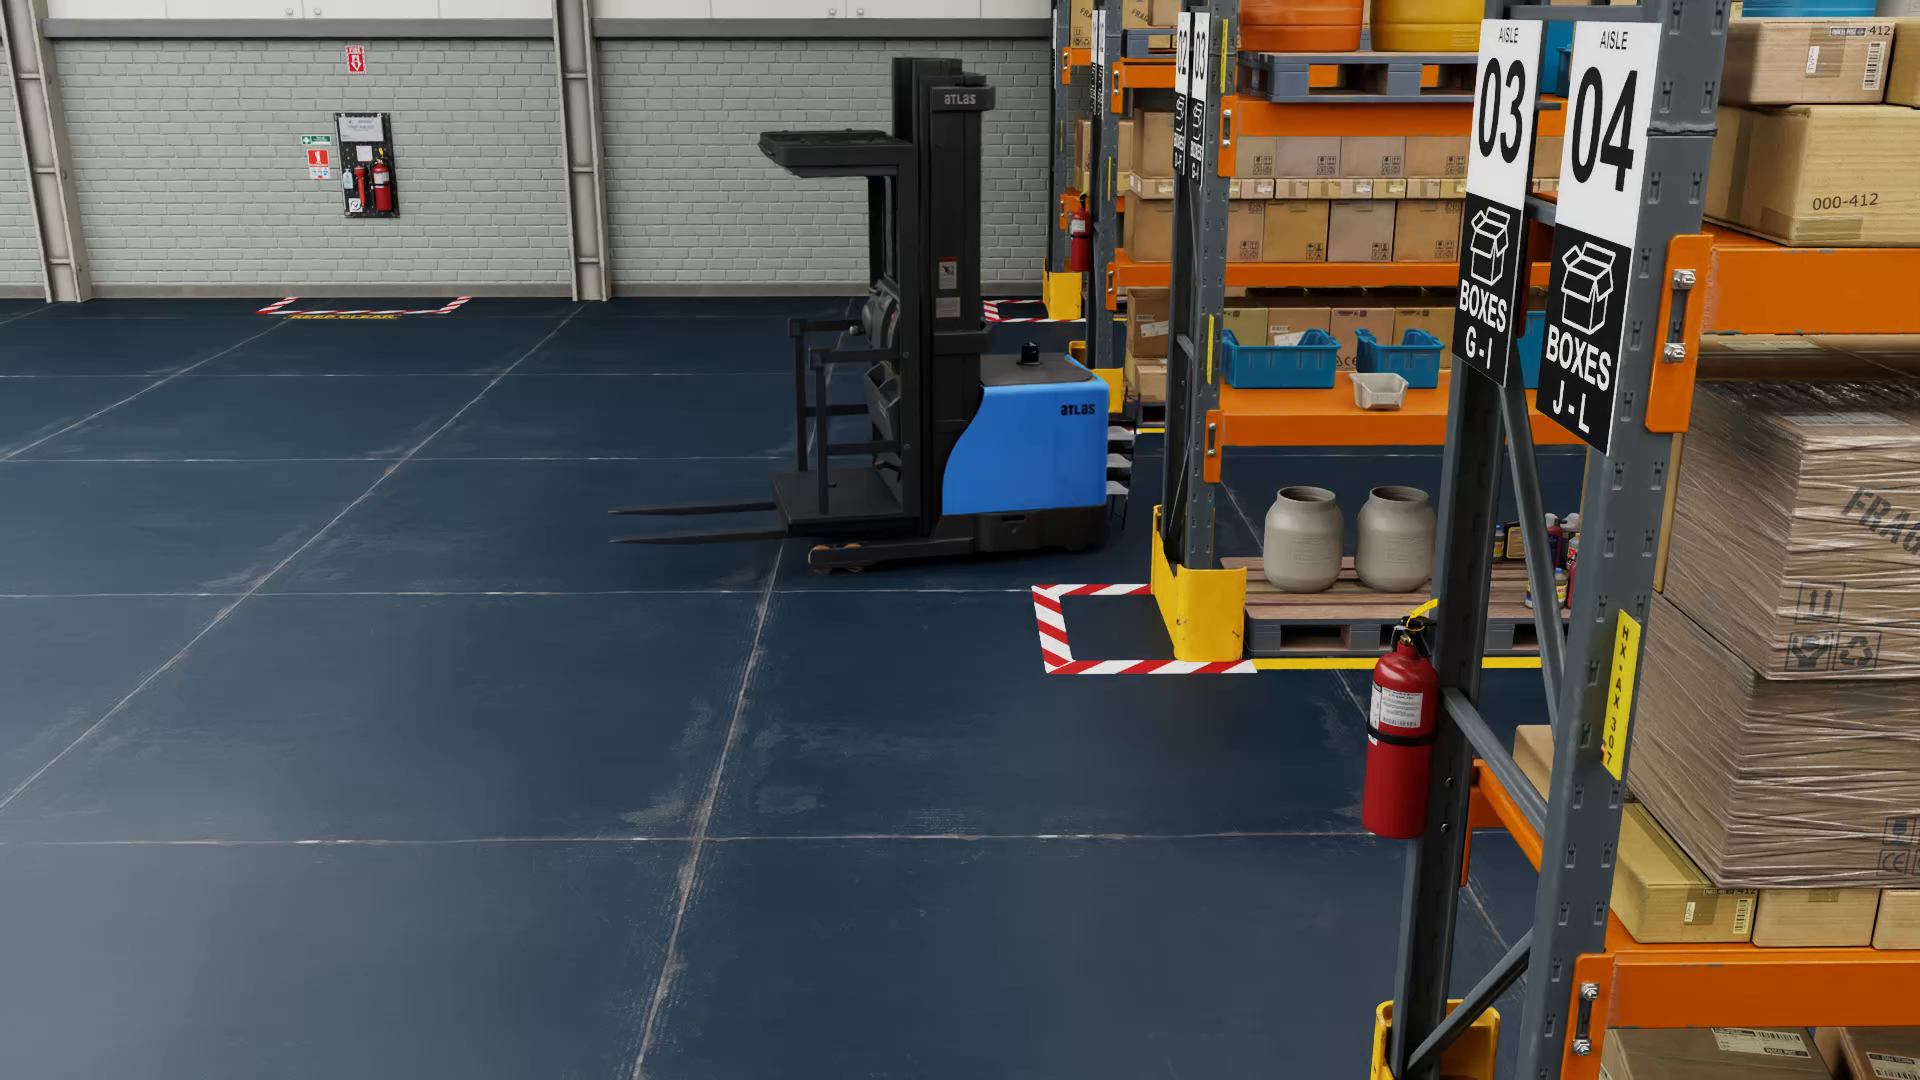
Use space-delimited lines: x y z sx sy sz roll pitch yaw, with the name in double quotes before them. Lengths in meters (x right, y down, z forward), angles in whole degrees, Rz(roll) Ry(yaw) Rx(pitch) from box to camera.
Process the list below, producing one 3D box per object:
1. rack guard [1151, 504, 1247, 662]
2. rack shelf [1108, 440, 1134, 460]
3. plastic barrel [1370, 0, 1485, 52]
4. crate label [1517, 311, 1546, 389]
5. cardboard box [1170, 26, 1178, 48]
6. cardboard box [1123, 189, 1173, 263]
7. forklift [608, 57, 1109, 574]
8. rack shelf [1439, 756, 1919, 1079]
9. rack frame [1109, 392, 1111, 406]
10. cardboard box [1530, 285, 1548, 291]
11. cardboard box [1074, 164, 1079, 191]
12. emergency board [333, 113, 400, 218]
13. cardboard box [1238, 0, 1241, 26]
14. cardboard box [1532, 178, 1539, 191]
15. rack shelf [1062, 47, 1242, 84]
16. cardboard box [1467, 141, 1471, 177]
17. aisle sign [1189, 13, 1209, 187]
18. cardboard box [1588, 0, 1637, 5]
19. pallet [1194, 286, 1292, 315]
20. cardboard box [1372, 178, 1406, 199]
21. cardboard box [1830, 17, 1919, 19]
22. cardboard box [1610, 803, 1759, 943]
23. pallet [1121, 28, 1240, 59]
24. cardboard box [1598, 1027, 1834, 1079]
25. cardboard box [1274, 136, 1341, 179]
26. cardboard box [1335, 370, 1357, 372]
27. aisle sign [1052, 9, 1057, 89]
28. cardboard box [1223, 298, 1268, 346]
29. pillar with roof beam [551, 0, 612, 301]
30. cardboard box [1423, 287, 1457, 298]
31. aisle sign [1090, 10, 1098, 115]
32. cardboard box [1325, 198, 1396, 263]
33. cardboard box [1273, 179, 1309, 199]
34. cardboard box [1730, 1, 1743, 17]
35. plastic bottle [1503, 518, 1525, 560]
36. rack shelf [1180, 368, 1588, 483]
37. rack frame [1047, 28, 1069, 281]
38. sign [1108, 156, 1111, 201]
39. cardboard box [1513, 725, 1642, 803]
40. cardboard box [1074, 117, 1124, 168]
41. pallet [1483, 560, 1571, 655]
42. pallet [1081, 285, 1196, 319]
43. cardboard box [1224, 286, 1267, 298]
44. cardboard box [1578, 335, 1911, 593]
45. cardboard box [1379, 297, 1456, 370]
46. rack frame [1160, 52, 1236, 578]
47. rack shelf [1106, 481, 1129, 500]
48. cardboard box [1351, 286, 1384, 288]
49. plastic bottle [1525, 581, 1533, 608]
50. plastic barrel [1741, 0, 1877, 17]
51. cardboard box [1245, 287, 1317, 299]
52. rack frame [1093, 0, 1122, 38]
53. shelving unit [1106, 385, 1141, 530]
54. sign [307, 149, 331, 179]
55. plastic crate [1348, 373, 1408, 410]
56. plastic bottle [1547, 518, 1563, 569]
"rack guard" 1.285 0.214 9.063 0.348 0.500 1.175 0 18 -1
"rack shelf" 0.974 -0.585 10.686 0.200 0.077 0.258 0 17 -17
"plastic barrel" 2.348 -2.724 8.222 0.600 0.588 0.600 0 18 0
"crate label" 3.046 -1.070 8.915 0.616 0.435 0.502 0 18 -1
"cardboard box" 2.448 -5.394 17.344 0.500 0.500 0.500 1 18 2
"cardboard box" 1.602 -2.521 13.331 0.500 0.500 0.700 0 18 -1
"forklift" -0.655 -1.372 10.025 3.031 2.935 1.130 -4 18 -12
"rack shelf" 3.288 0.884 4.060 4.000 0.370 1.077 0 18 -1
"rack frame" 0.872 -0.531 10.672 0.006 0.900 0.240 0 17 -17
"cardboard box" 6.304 -3.053 18.525 0.500 0.500 0.700 -1 18 -2
"cardboard box" 1.518 -3.987 18.279 0.500 0.250 0.500 0 18 0
"emergency board" -6.731 -4.226 18.811 0.643 1.169 0.194 0 18 -1
"cardboard box" 2.282 -4.184 13.099 0.500 0.250 0.500 0 18 -1
"cardboard box" 4.357 -2.781 13.081 0.250 0.149 0.380 -1 18 -2
"rack shelf" 3.053 -5.083 17.749 4.000 0.370 1.077 0 18 -1
"cardboard box" 4.186 -3.152 13.177 0.500 0.500 0.700 0 18 -1
"aisle sign" 1.142 -2.110 7.958 0.004 0.787 0.394 0 18 -1
"cardboard box" 6.834 -5.667 17.541 0.500 0.500 0.500 -1 18 -3
"pallet" 3.159 -2.658 18.489 1.213 0.211 1.003 0 18 -1
"cardboard box" 3.331 -2.776 13.065 0.250 0.149 0.380 0 18 1
"cardboard box" 2.095 -1.093 3.726 0.250 0.149 0.380 -1 18 -3
"cardboard box" 1.577 0.742 3.735 0.250 0.149 0.380 0 18 -1
"pallet" 1.843 -3.856 12.893 1.213 0.211 1.003 0 18 -1
"cardboard box" 1.913 1.543 4.231 0.500 0.500 0.500 3 18 9
"cardboard box" 2.685 -3.146 13.155 0.500 0.500 0.700 0 18 -1
"cardboard box" 3.175 -1.307 13.525 0.500 0.250 0.500 0 18 -1
"aisle sign" 0.986 -5.134 17.384 0.004 0.787 0.394 0 18 -1
"cardboard box" 2.175 -1.660 13.398 0.500 0.500 0.500 0 18 -1
"pillar with roof beam" -4.192 -5.768 13.796 0.400 9.000 9.100 0 18 -1
"cardboard box" 4.166 -1.830 13.929 0.500 0.500 0.500 0 18 -1
"aisle sign" 1.065 -3.802 13.233 0.004 0.787 0.394 0 18 -1
"cardboard box" 3.150 -2.529 13.357 0.500 0.500 0.700 0 18 1
"cardboard box" 2.563 -2.773 13.055 0.250 0.149 0.380 -1 18 -3
"cardboard box" 5.751 -4.051 12.912 0.500 0.250 0.500 2 18 5
"plastic bottle" 3.156 -0.027 9.447 0.133 0.283 0.061 0 18 0
"rack shelf" 3.209 -0.629 8.775 4.000 0.370 1.077 0 18 -1
"rack frame" 1.053 -3.988 18.068 0.127 3.000 1.000 0 18 -1
"sign" 1.138 -2.755 12.679 0.005 0.325 0.100 0 18 -1
"cardboard box" 1.570 0.606 4.159 0.250 0.149 0.380 0 18 -1
"cardboard box" 1.521 -4.350 18.182 0.500 0.500 0.500 0 18 -1
"pallet" 3.314 0.344 9.130 1.213 0.211 1.003 0 18 -1
"pallet" 1.942 -2.653 18.473 1.213 0.211 1.003 0 18 -1
"cardboard box" 3.051 -2.974 18.279 0.500 0.500 0.700 -1 18 -4
"cardboard box" 1.834 -0.193 3.950 0.500 0.500 0.500 0 18 -1
"cardboard box" 3.675 -1.670 13.430 0.500 0.500 0.500 0 18 -1
"rack frame" 1.210 -0.962 8.635 0.127 3.000 1.000 0 18 -1
"rack shelf" 0.950 -0.327 10.762 0.200 0.077 0.258 0 17 -17
"cardboard box" 4.518 -2.856 18.457 0.250 0.166 0.380 -3 18 -8
"plastic bottle" 3.027 0.214 8.715 0.097 0.271 0.097 0 18 0
"plastic barrel" 4.212 -2.876 8.183 0.708 0.901 0.600 0 18 -1
"cardboard box" 2.666 -1.825 13.913 0.500 0.500 0.500 0 18 -1
"rack frame" 1.135 -5.331 12.435 0.127 3.000 1.000 0 18 -1
"shelving unit" 0.969 -0.531 10.702 0.210 0.900 0.258 0 17 -17
"sign" -7.286 -4.272 18.895 0.234 0.329 0.001 0 18 -1
"plastic crate" 2.110 -0.742 8.383 0.250 0.136 0.298 0 18 -1
"plastic bottle" 3.294 0.019 9.304 0.133 0.283 0.061 0 18 -1
